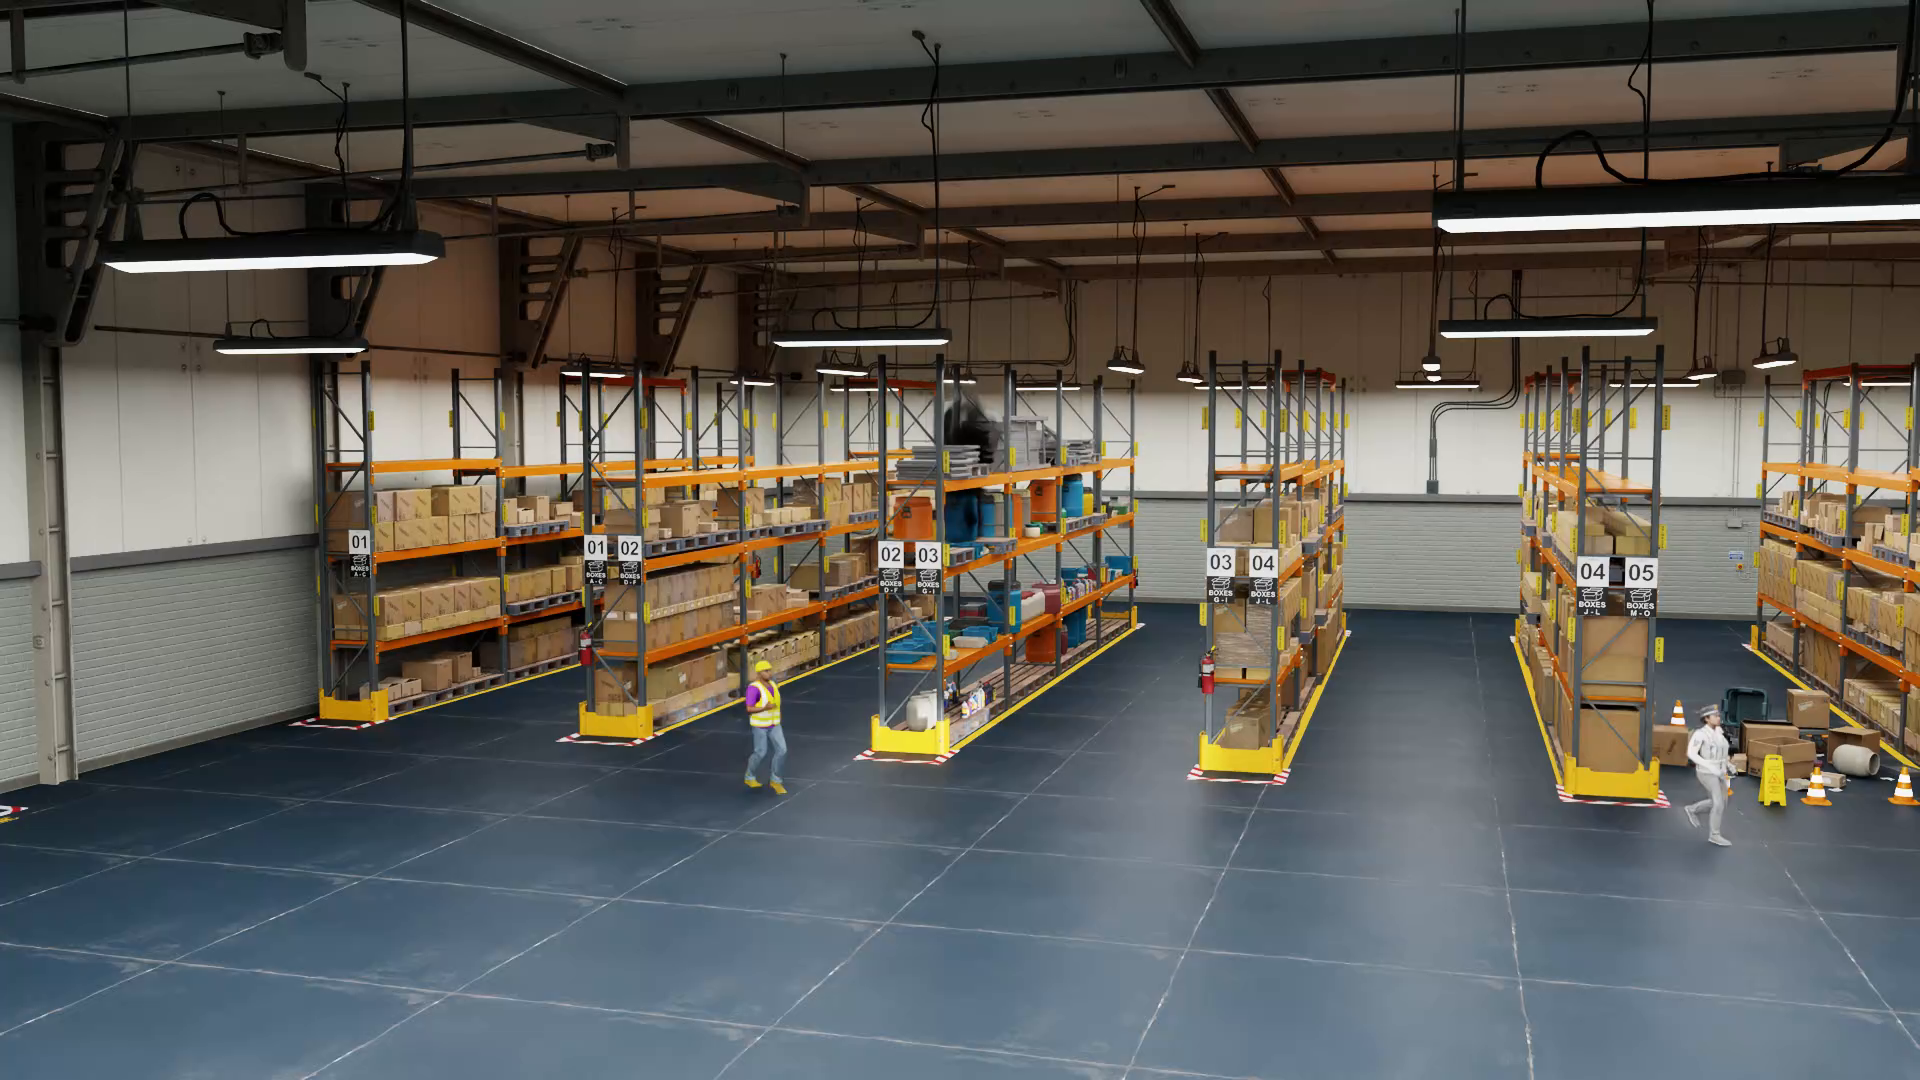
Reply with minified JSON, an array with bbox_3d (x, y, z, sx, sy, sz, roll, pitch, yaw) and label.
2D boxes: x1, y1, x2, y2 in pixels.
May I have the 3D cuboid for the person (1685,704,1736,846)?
[{"bbox_3d":[8.881,2.761,19.780,0.632,1.666,0.657,-2,5,-30],"label":"person"}]

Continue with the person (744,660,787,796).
[{"bbox_3d":[-2.611,2.524,22.334,0.730,1.822,0.674,4,6,42],"label":"person"}]

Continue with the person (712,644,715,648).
[{"bbox_3d":[-5.457,1.516,36.594,0.664,1.742,0.678,0,4,7],"label":"person"}]
